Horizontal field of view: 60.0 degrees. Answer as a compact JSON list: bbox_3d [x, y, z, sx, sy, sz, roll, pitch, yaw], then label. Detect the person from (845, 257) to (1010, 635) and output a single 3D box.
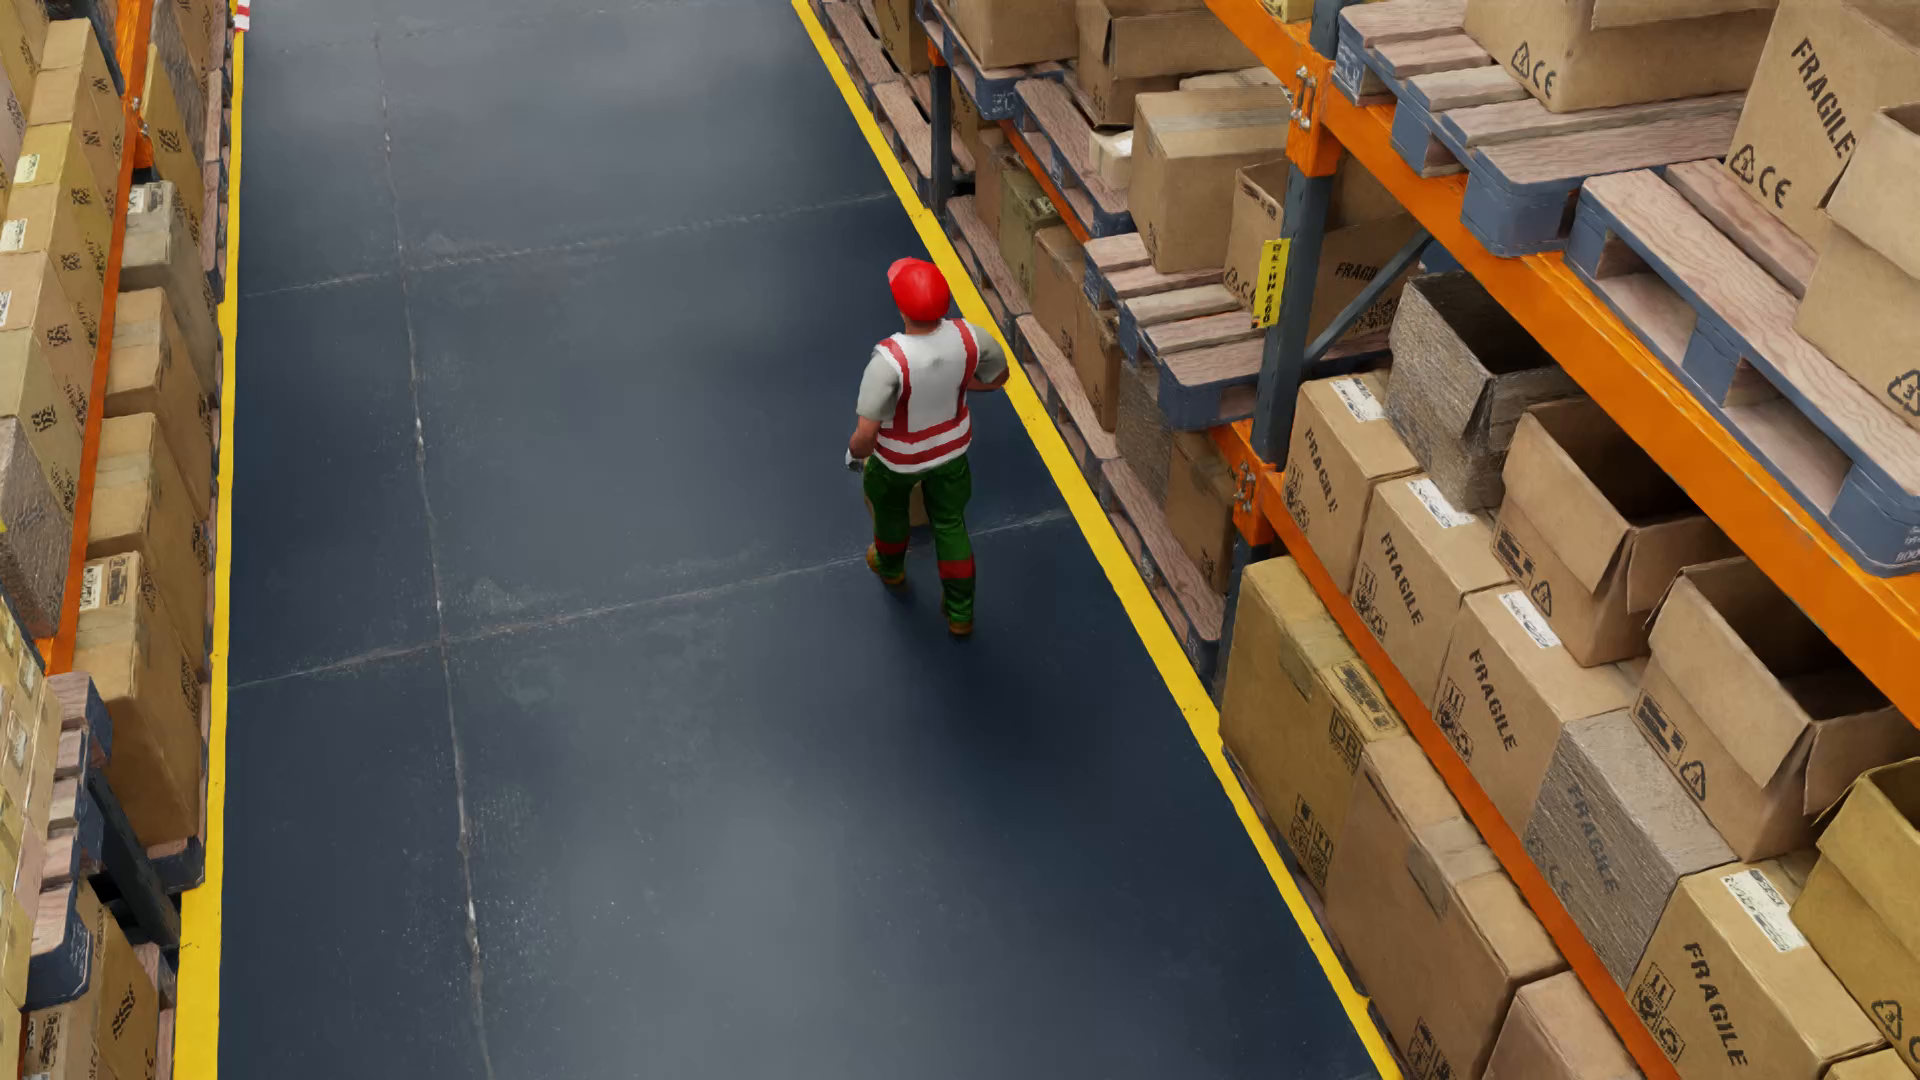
[{"bbox_3d":[-0.206,-0.426,6.622,0.709,1.795,0.710,-18,45,-19],"label":"person"}]
